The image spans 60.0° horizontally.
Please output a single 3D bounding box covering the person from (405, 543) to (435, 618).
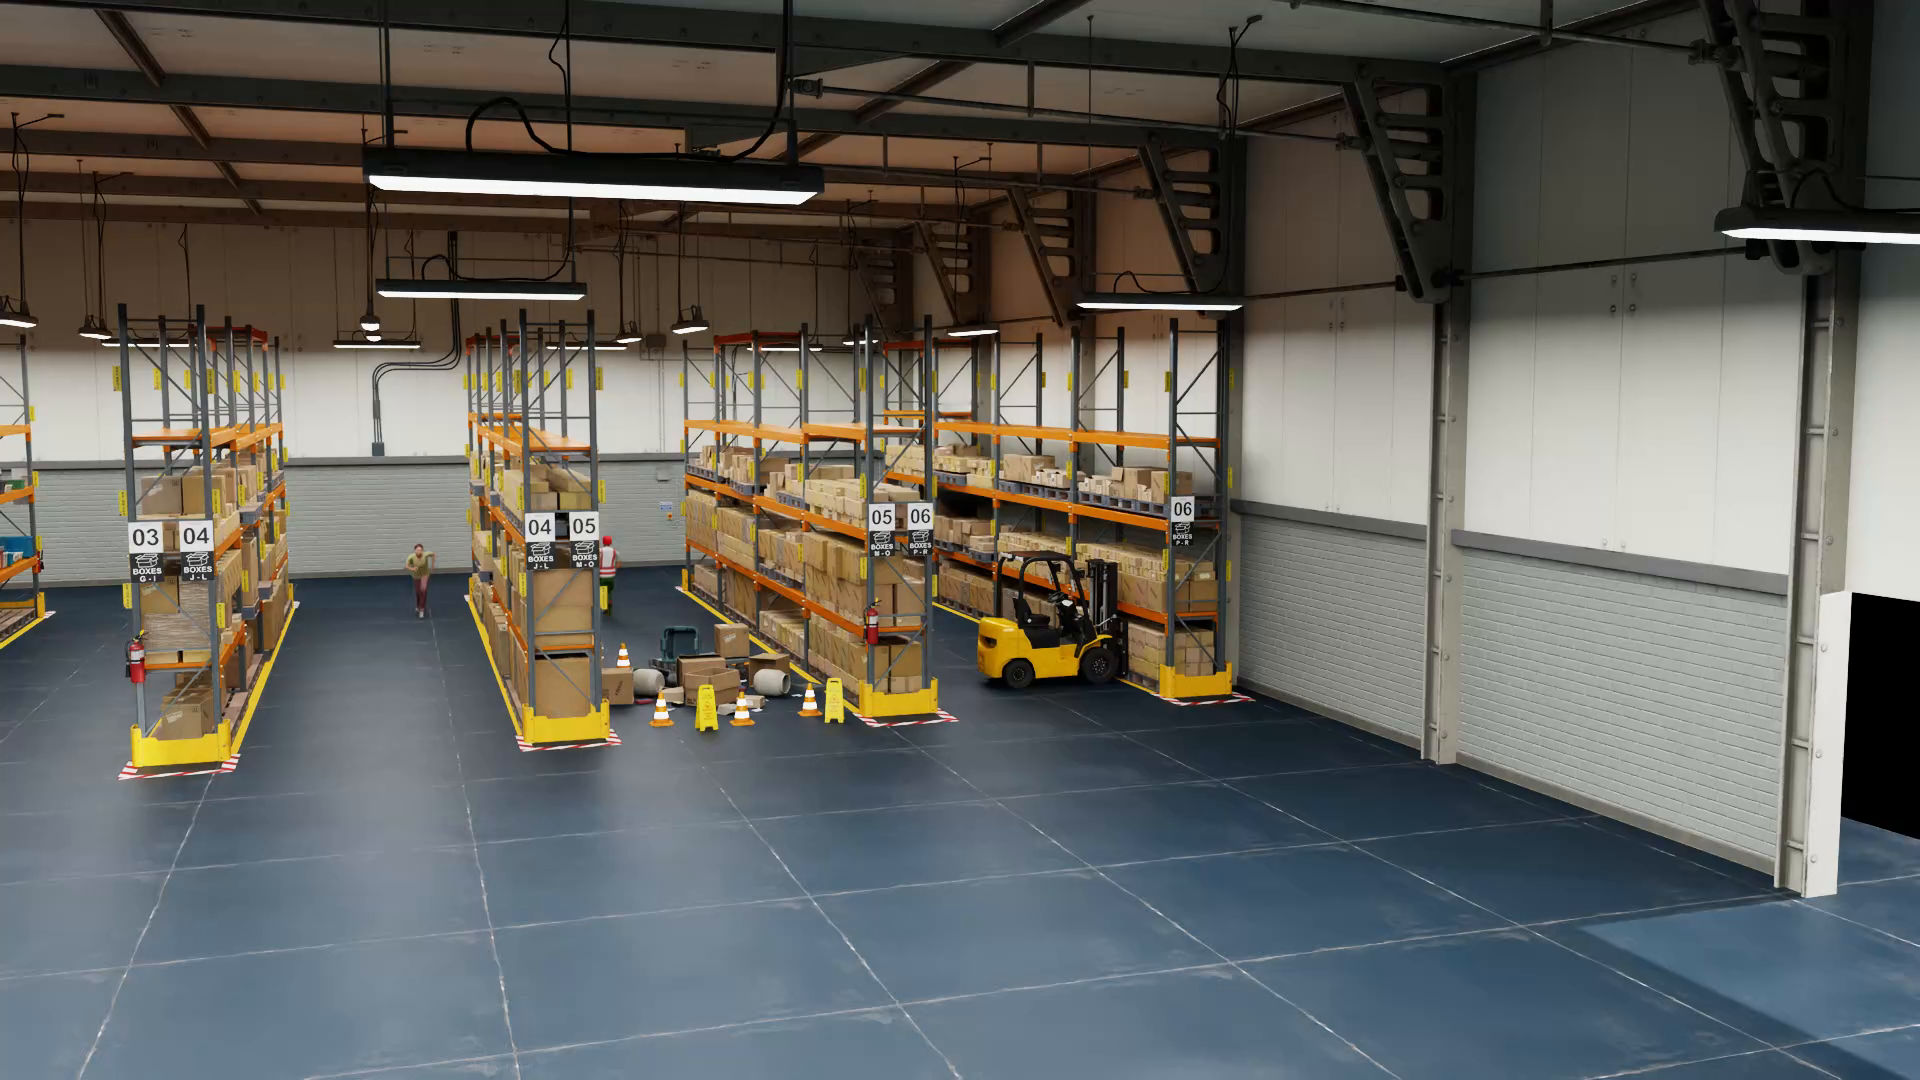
[{"bbox_3d":[-11.592,0.849,35.737,0.616,1.622,0.951,-2,6,-19],"label":"person"}]

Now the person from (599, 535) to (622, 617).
[{"bbox_3d":[-7.586,0.761,35.590,0.654,1.744,0.532,-3,6,-25],"label":"person"}]
